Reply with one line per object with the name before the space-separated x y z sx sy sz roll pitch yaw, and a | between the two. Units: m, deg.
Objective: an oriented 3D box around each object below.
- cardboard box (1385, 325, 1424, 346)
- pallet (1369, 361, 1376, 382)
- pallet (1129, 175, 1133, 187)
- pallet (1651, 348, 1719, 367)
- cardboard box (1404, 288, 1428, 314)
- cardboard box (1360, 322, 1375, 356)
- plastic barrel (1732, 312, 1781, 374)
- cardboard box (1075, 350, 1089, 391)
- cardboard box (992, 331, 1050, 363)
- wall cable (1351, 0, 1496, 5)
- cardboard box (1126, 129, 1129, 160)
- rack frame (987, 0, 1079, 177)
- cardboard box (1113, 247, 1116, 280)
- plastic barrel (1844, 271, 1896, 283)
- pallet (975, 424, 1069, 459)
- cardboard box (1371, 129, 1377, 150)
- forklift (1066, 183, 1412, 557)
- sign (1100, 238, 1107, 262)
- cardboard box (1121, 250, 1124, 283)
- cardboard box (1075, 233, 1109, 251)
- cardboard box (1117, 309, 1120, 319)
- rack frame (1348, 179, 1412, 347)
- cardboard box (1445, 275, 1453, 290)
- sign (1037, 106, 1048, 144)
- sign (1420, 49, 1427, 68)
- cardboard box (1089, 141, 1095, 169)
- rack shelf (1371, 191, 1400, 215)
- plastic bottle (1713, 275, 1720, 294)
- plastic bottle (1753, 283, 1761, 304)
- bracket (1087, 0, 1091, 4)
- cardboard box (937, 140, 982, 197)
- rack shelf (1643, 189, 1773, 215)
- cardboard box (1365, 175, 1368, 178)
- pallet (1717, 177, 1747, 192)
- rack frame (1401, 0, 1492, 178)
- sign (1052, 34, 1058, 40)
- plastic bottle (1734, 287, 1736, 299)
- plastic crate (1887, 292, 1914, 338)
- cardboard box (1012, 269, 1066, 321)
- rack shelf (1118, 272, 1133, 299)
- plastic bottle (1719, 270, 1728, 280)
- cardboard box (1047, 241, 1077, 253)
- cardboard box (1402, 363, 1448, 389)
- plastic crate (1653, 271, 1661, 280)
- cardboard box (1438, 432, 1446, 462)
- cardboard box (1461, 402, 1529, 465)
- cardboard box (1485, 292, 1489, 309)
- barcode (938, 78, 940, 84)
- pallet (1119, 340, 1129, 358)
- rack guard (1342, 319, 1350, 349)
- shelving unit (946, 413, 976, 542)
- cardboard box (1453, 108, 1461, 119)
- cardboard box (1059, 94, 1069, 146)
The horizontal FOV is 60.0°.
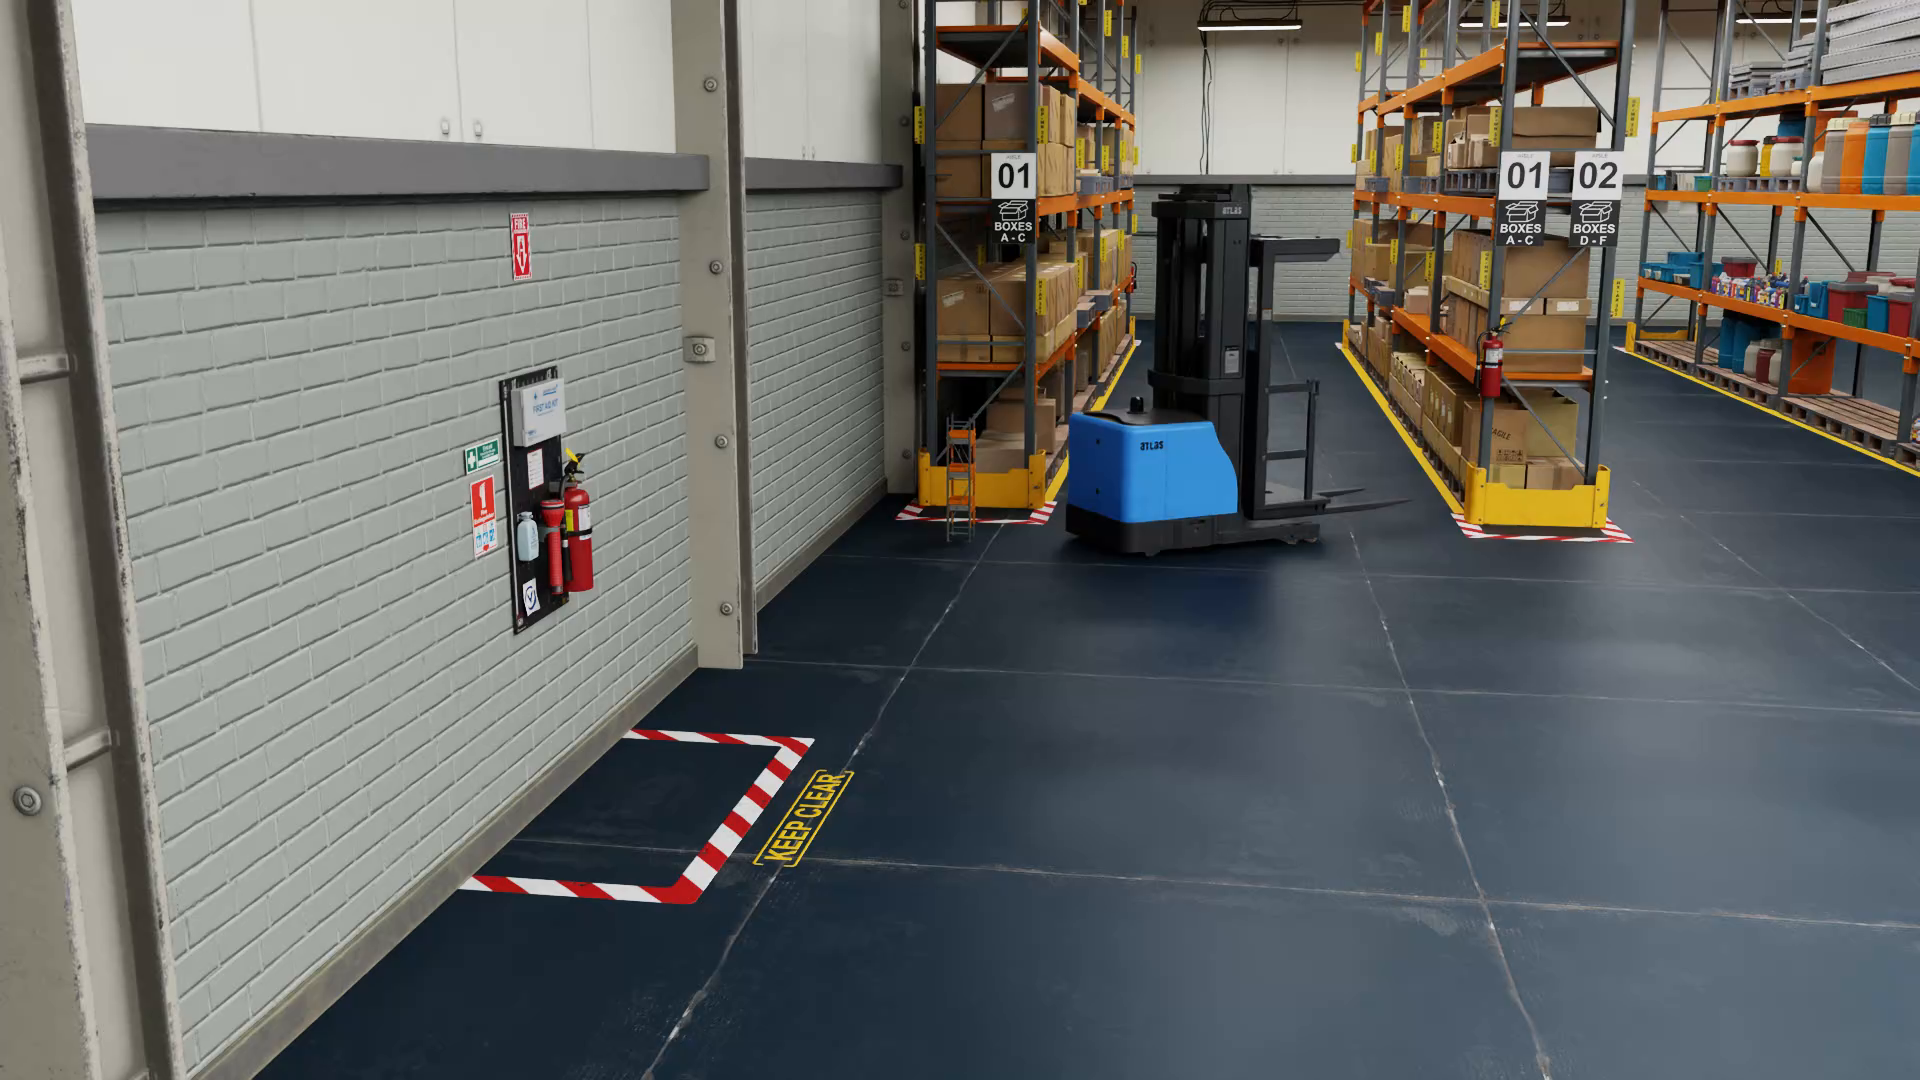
cardboard box | 6.232 -2.869 23.294 0.500 0.250 0.500 2 12 11
pallet | 6.843 -2.594 25.529 1.003 0.211 1.213 2 12 9
pallet | 2.547 -6.388 29.606 1.003 0.211 1.213 2 12 9
pallet | 12.085 -3.012 27.470 1.003 0.211 1.213 2 12 9
cardboard box | 5.987 -3.072 21.337 0.500 0.311 0.500 2 12 8
cardboard box | 6.738 -3.249 26.836 0.500 0.500 0.500 2 12 9
plastic barrel | 11.616 -2.886 24.248 0.600 0.901 0.708 2 12 9
cardboard box | 1.361 -2.296 22.418 0.700 0.500 0.500 2 12 9
cardboard box | 0.579 -1.817 15.614 0.500 0.250 0.500 2 12 7
wall cable | 9.605 -12.205 33.853 3.097 2.526 0.112 2 12 9
cardboard box | 2.566 -6.651 27.955 0.500 0.500 0.500 2 12 9
rack frame | 0.805 -5.555 18.408 1.000 3.000 0.127 2 12 9
cardboard box | 2.145 -4.281 25.746 0.500 0.500 0.500 2 12 9
plastic barrel | 11.438 -3.094 20.906 0.600 0.536 0.708 2 12 9
pallet | 0.737 -1.118 18.680 1.003 0.211 1.213 2 12 9
cardboard box | 7.183 -6.547 27.521 0.700 0.500 0.500 2 12 9
forklift | 2.447 -1.489 13.946 3.031 2.935 1.130 -6 13 -25
sign | 1.958 -3.966 22.718 0.100 0.325 0.005 2 12 9
cardboard box | 2.253 -4.698 27.962 0.980 0.700 0.700 2 12 7
cardboard box | 1.900 -4.328 24.183 0.500 0.250 0.500 2 12 9
cardboard box | 2.485 -3.806 27.929 0.380 0.149 0.250 2 12 11
rack frame | 7.546 -4.960 29.890 1.000 3.000 0.127 2 12 9
cardboard box | 5.468 -2.779 17.990 0.380 0.149 0.250 2 12 9
sign | 0.726 -3.665 14.687 0.100 0.325 0.005 2 12 9
sign | 8.092 -8.405 29.040 0.100 0.325 0.005 2 12 9
cardboard box | 1.566 -5.515 24.060 0.700 0.500 0.500 3 12 12
rack shelf | 6.624 -4.826 23.854 1.077 0.370 4.000 2 12 9
plastic bottle | 11.327 -3.819 24.871 0.061 0.283 0.133 2 12 9
plastic bottle | 11.026 -3.413 22.986 0.061 0.283 0.133 2 12 9
bracket | 2.100 -9.765 29.399 0.076 0.066 4.783 2 12 9
cardboard box | 0.004 -3.409 15.289 0.500 0.500 0.500 3 12 13
rack shelf | 12.133 -5.497 26.970 1.077 0.370 4.000 2 12 9
cardboard box | 6.899 -5.839 27.202 0.500 0.250 0.500 2 12 9
pallet | 11.801 -5.174 24.210 1.213 0.211 1.003 2 12 9
rack frame | 6.316 -6.228 21.531 1.000 3.000 0.127 2 12 9
sign | 1.491 -7.777 26.128 0.100 0.325 0.005 2 12 9
plastic bottle | 11.190 -3.569 23.907 0.097 0.201 0.097 0 12 0
plastic crate | 10.367 -2.443 18.058 0.402 0.464 0.583 2 12 9
cardboard box | 0.800 -2.500 17.002 0.500 0.500 0.500 2 12 10
rack shelf | 2.343 -4.352 28.775 1.077 0.370 4.000 2 12 9
plastic bottle | 11.444 -3.871 24.953 0.144 0.351 0.185 2 12 9
cardboard box | 1.362 -3.896 22.128 0.380 0.149 0.250 0 12 -1
cardboard box | 5.714 -2.008 20.390 0.500 0.311 0.500 2 12 8
plastic crate | 11.841 -4.453 28.022 0.250 0.136 0.298 2 12 9
cardboard box | 5.095 -0.925 16.694 0.500 0.250 0.500 2 12 9
cardboard box | 4.874 -0.979 15.164 0.500 0.500 0.500 2 12 9
cardboard box | 5.034 -2.189 15.254 0.380 0.149 0.250 2 12 8
barcode | -0.195 -4.251 15.442 0.001 0.075 0.075 2 12 9
pallet | 2.415 -3.335 28.966 1.003 0.211 1.213 2 12 9
rack guard | 7.535 -3.723 30.080 1.175 0.500 0.348 2 12 9
shelving unit | 0.008 -0.524 13.934 0.215 1.050 0.252 2 12 9
cardboard box | 5.899 -4.674 19.019 0.500 0.500 0.500 3 13 14
cardboard box | 0.852 -4.299 17.044 0.500 0.500 0.500 1 12 7
